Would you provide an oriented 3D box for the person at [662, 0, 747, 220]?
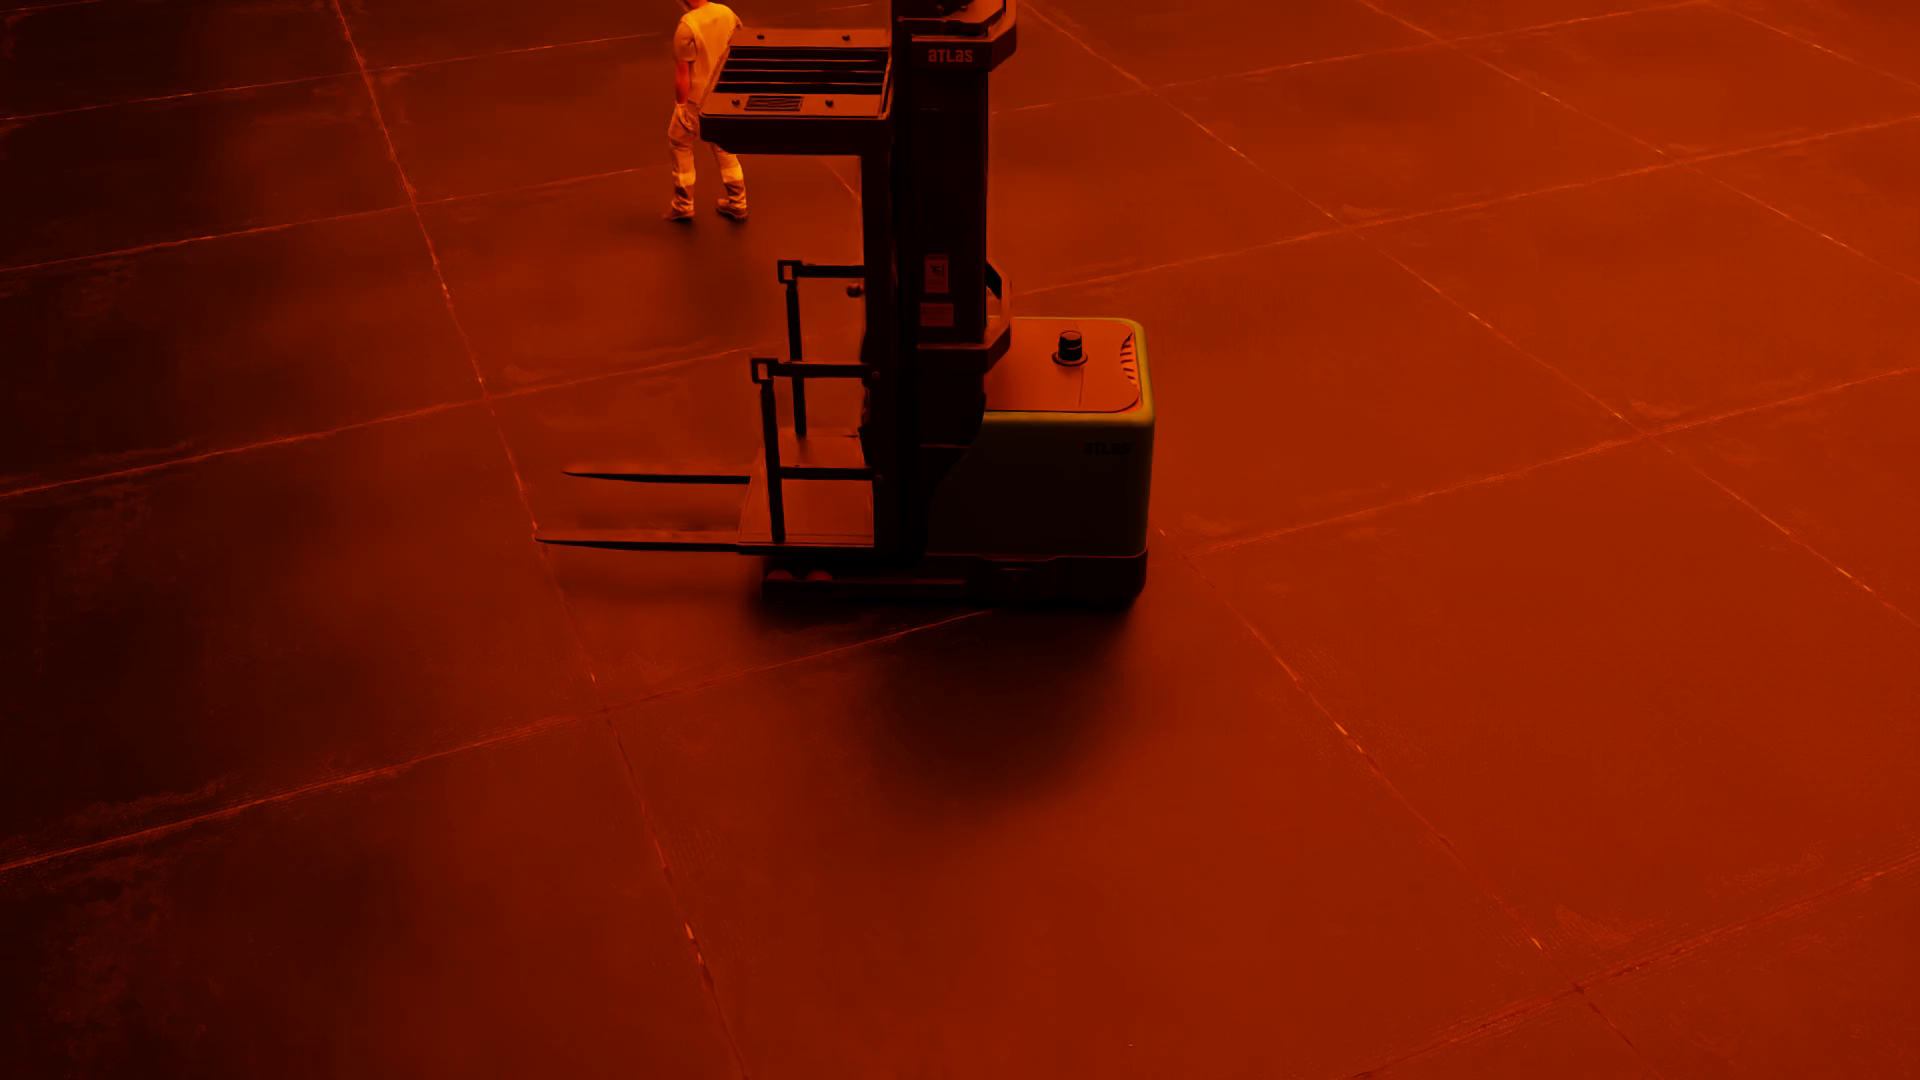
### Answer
[{"bbox_3d":[-1.785,-3.051,11.436,0.525,1.822,0.630,28,44,33],"label":"person"}]

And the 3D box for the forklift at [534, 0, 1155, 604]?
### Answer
[{"bbox_3d":[-0.593,-1.184,7.764,3.031,2.935,1.130,1,35,1],"label":"forklift"}]
